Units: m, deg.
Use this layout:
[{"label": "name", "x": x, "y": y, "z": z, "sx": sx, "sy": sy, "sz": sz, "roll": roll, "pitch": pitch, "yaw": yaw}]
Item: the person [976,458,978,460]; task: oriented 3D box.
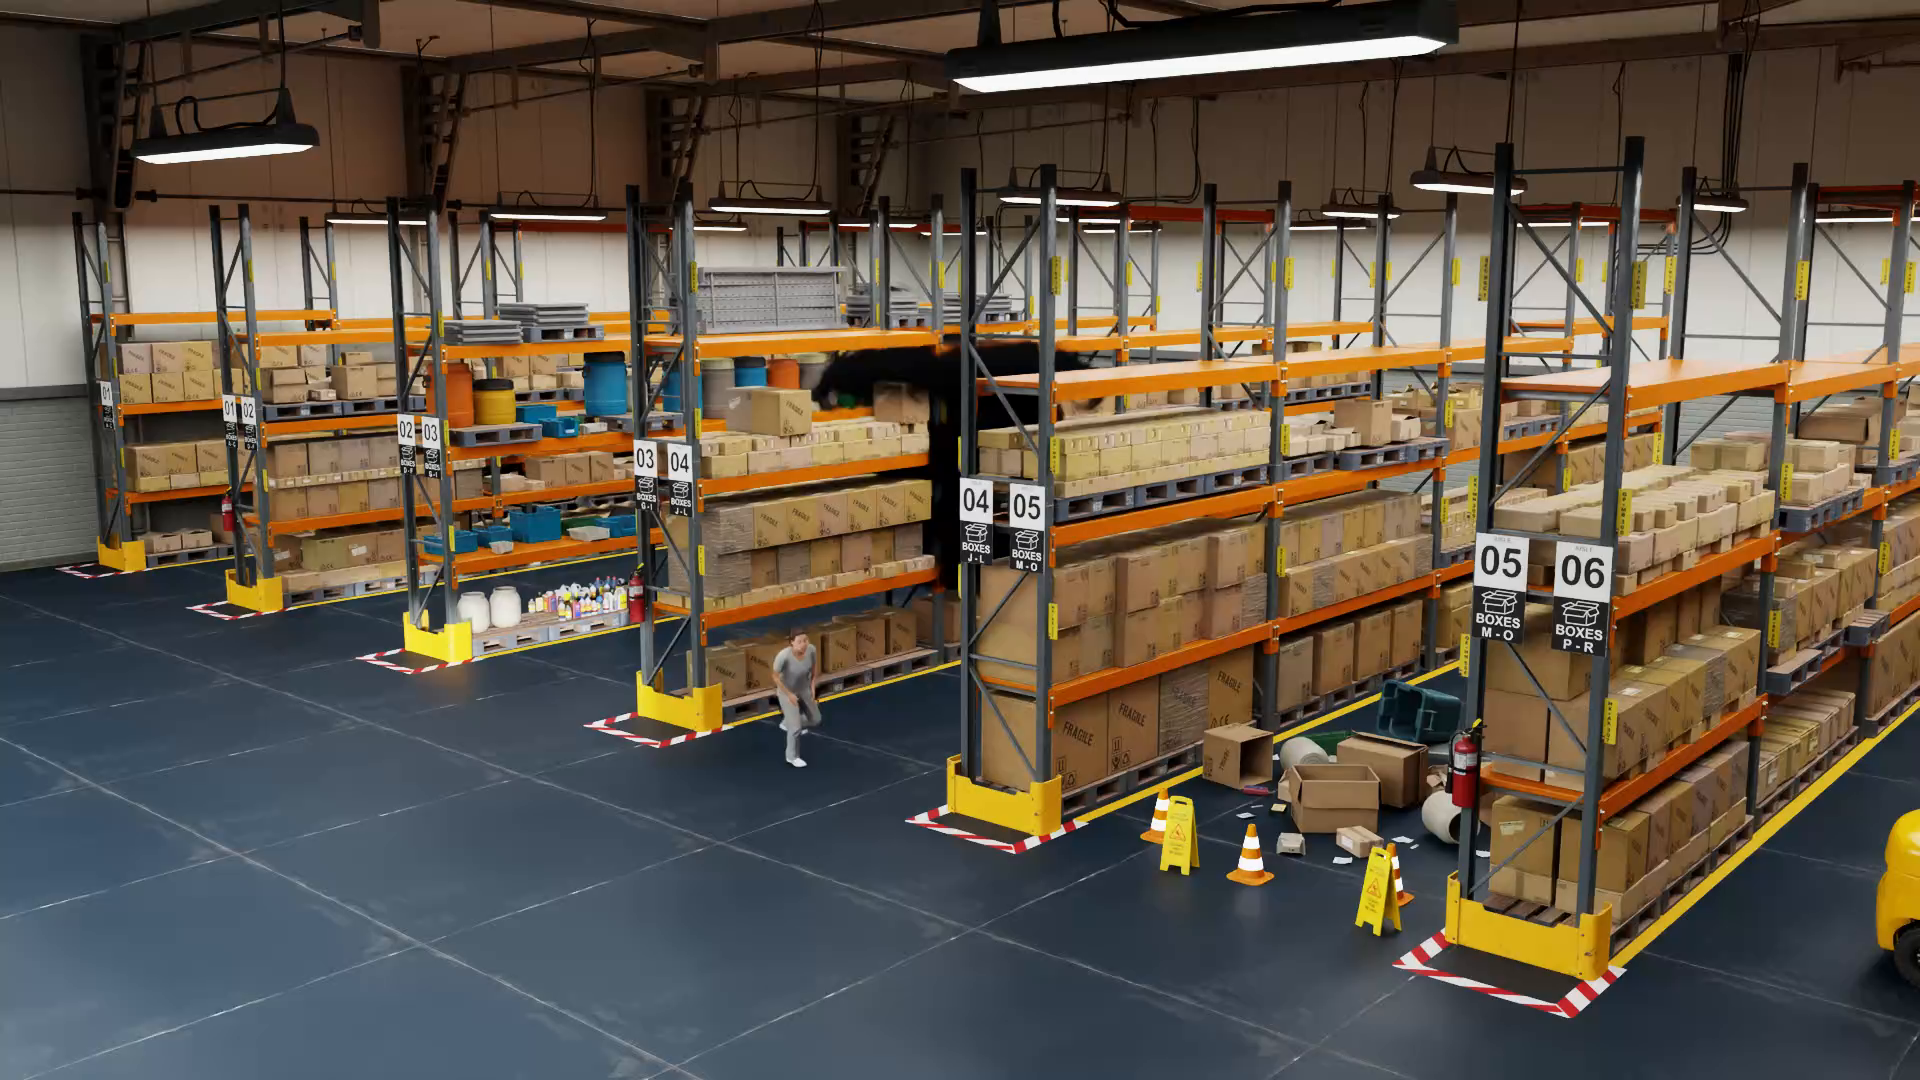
[{"label": "person", "x": 0.389, "y": -1.444, "z": 34.926, "sx": 0.591, "sy": 1.633, "sz": 0.621, "roll": 4, "pitch": 10, "yaw": 22}]

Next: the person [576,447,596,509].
[{"label": "person", "x": -7.298, "y": -1.052, "z": 32.268, "sx": 0.612, "sy": 1.844, "sz": 0.876, "roll": 7, "pitch": 12, "yaw": 37}]

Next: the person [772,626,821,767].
[{"label": "person", "x": -1.719, "y": 1.575, "z": 17.119, "sx": 0.600, "sy": 1.536, "sz": 0.815, "roll": -7, "pitch": 12, "yaw": -37}]
